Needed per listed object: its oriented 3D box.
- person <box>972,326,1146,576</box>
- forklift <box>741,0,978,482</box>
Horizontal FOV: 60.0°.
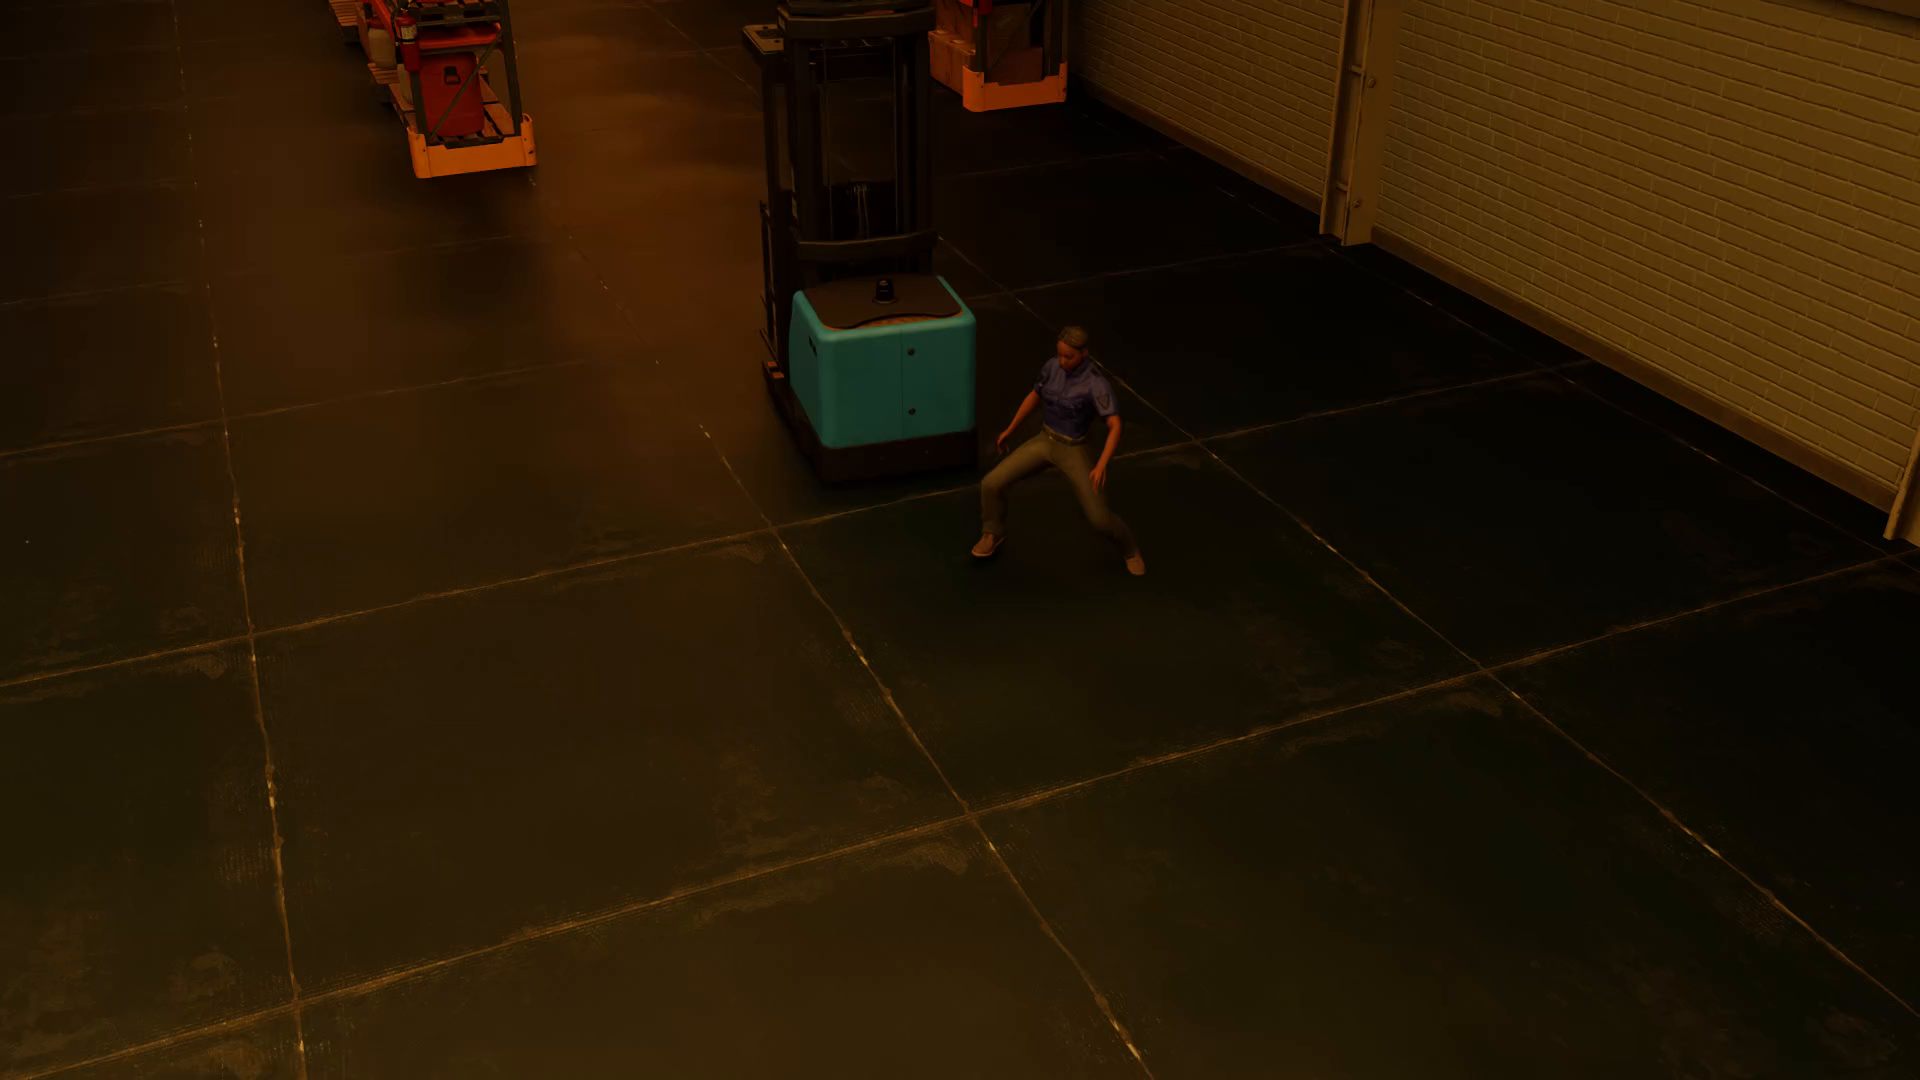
[{"bbox_3d":[0.612,-0.496,9.474,0.783,1.529,0.906,-26,39,-38],"label":"person"},{"bbox_3d":[-0.799,-2.358,11.244,1.130,2.935,3.031,-9,31,-15],"label":"forklift"}]
